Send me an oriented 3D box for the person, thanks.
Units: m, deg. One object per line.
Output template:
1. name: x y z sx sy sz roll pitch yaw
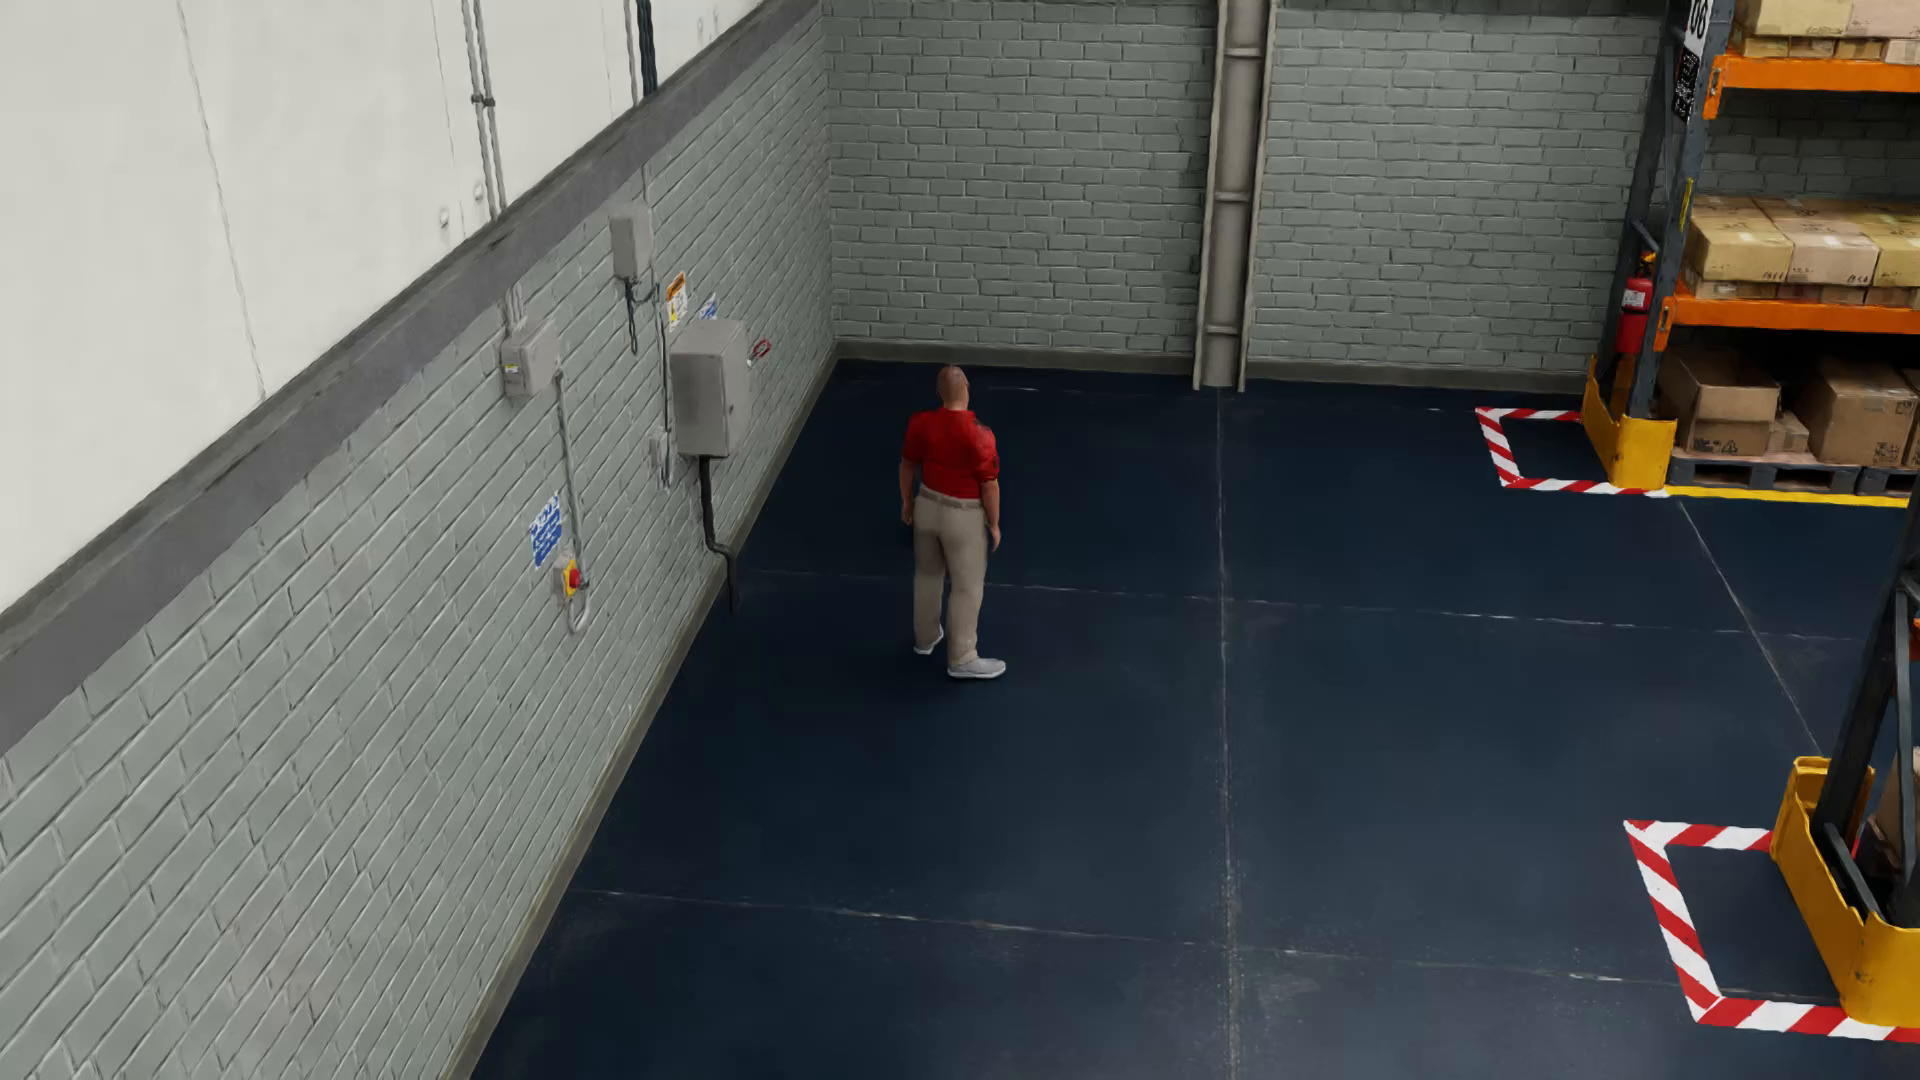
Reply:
1. person: -0.036 -0.116 8.805 0.656 1.733 0.396 18 33 29
